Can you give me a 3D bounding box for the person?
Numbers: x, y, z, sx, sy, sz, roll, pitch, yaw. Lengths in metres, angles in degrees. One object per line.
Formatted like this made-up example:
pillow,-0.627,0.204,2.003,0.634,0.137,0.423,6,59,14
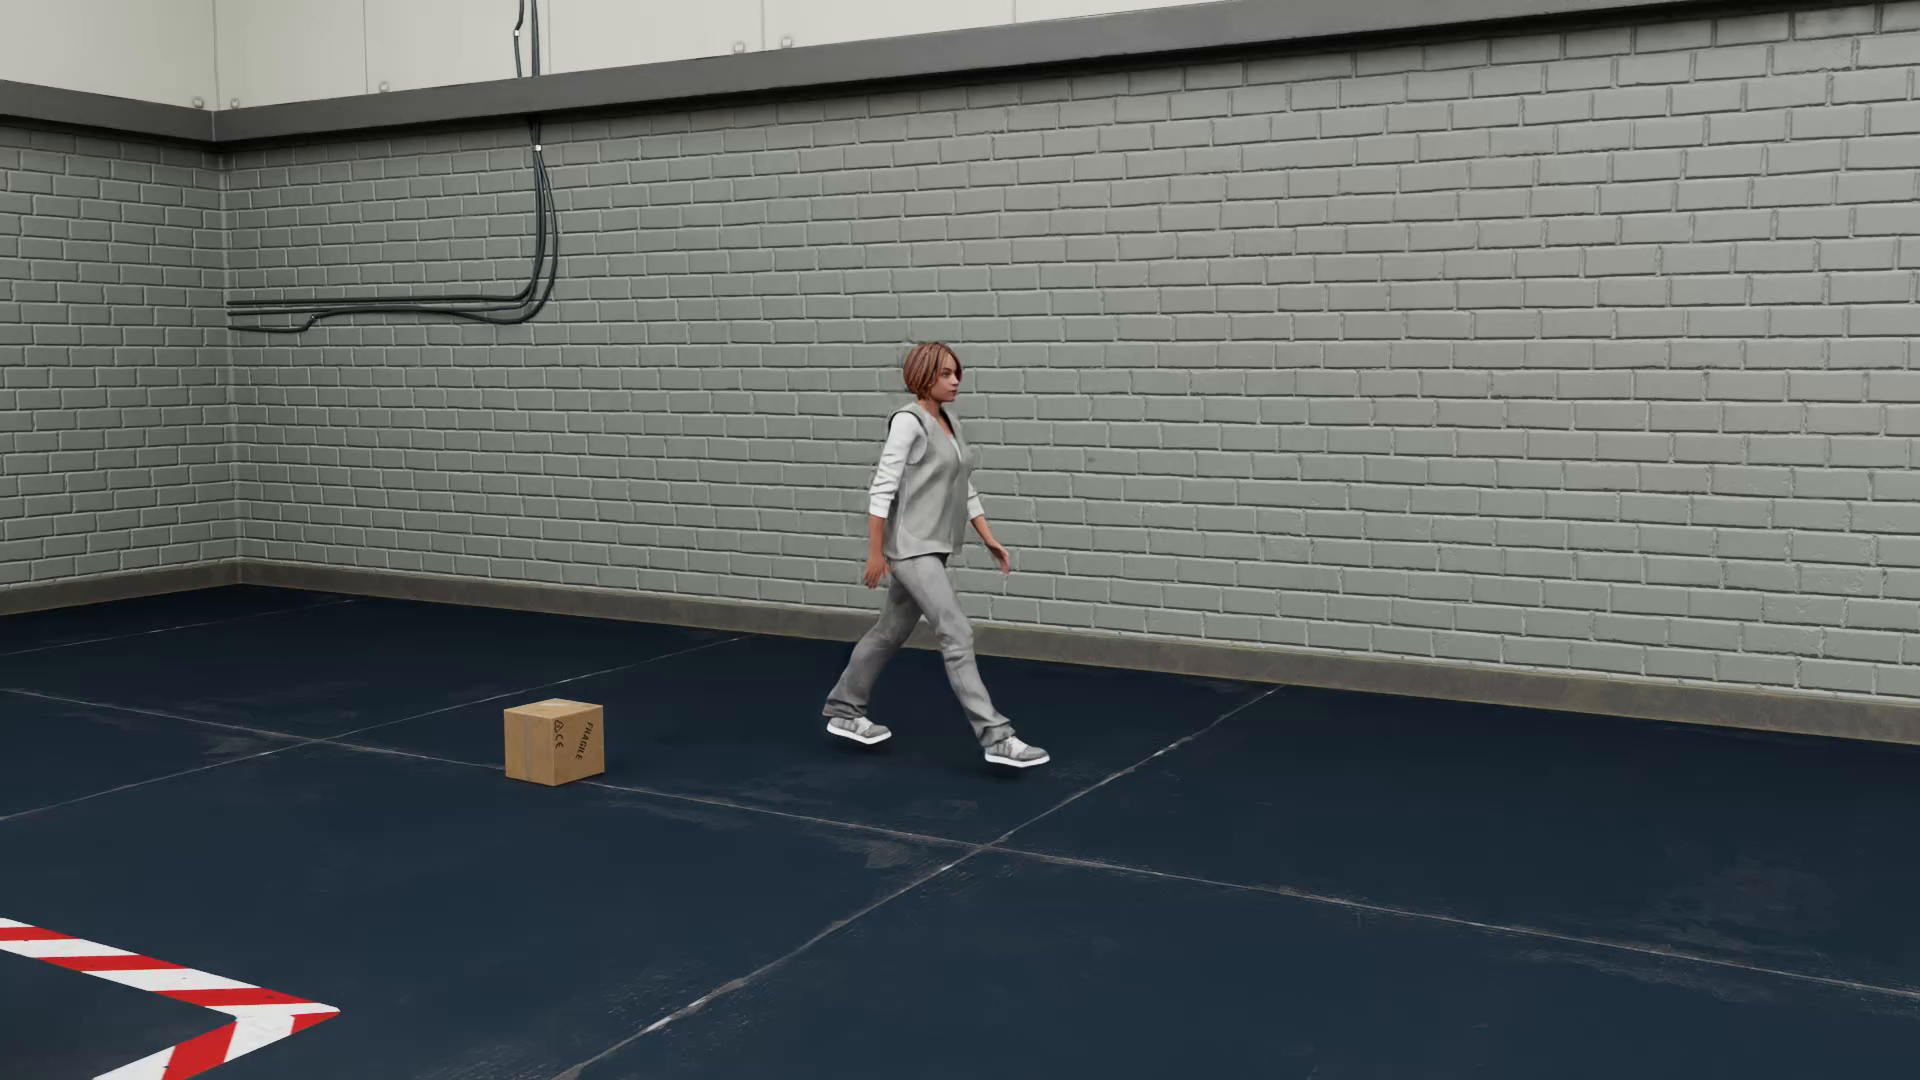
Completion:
person,-0.083,0.033,6.173,0.978,1.531,0.444,3,7,23
